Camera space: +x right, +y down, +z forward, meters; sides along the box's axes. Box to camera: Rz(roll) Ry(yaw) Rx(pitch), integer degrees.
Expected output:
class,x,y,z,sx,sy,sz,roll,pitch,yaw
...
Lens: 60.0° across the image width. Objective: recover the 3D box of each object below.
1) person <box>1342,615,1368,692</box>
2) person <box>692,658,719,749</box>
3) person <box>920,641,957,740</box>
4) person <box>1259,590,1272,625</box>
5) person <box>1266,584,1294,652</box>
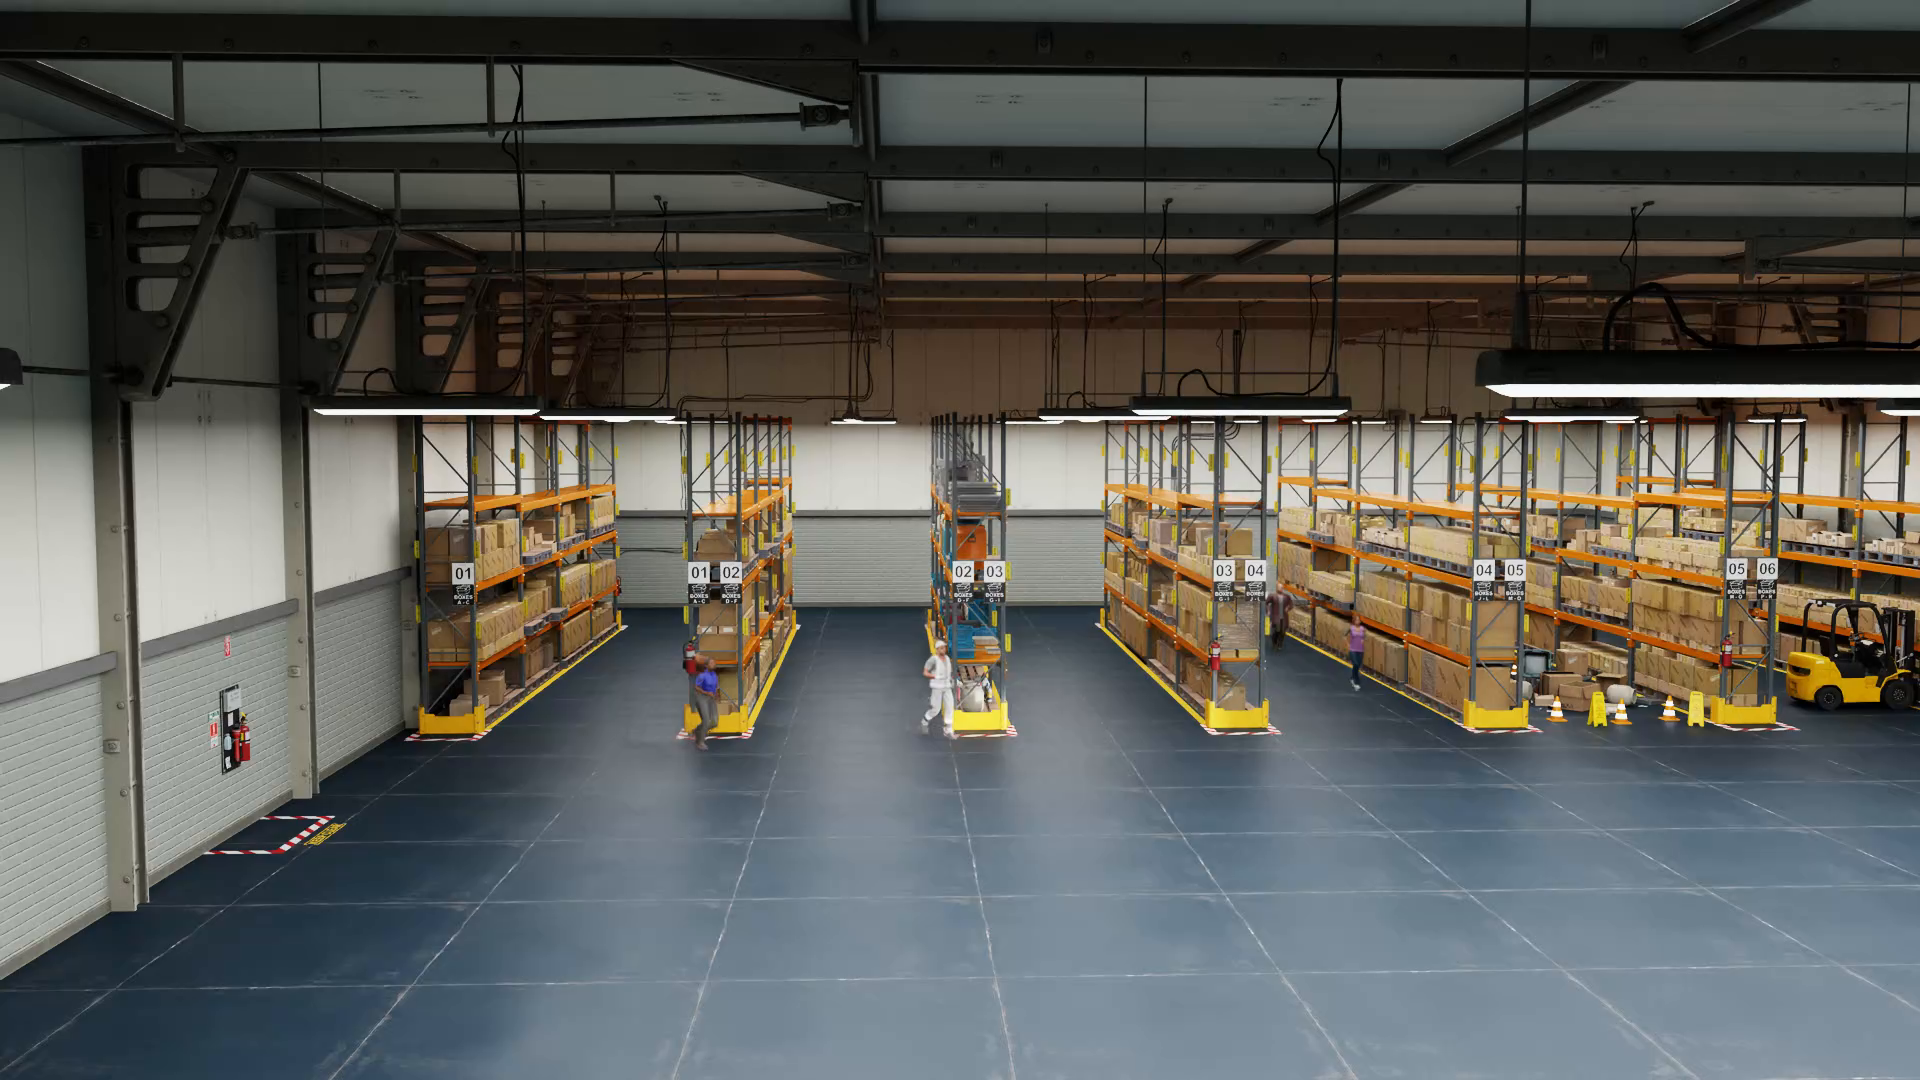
class,x,y,z,sx,sy,sz,roll,pitch,yaw
person,8.626,2.449,36.235,0.521,1.636,0.674,-1,4,-8
person,-4.513,2.911,29.741,0.603,1.604,0.601,3,5,33
person,-0.366,2.742,30.498,0.671,1.792,0.905,-3,5,-37
person,7.910,1.876,43.745,0.637,1.728,0.567,0,4,-2
person,8.094,1.977,42.042,0.693,1.739,0.695,0,4,-4
